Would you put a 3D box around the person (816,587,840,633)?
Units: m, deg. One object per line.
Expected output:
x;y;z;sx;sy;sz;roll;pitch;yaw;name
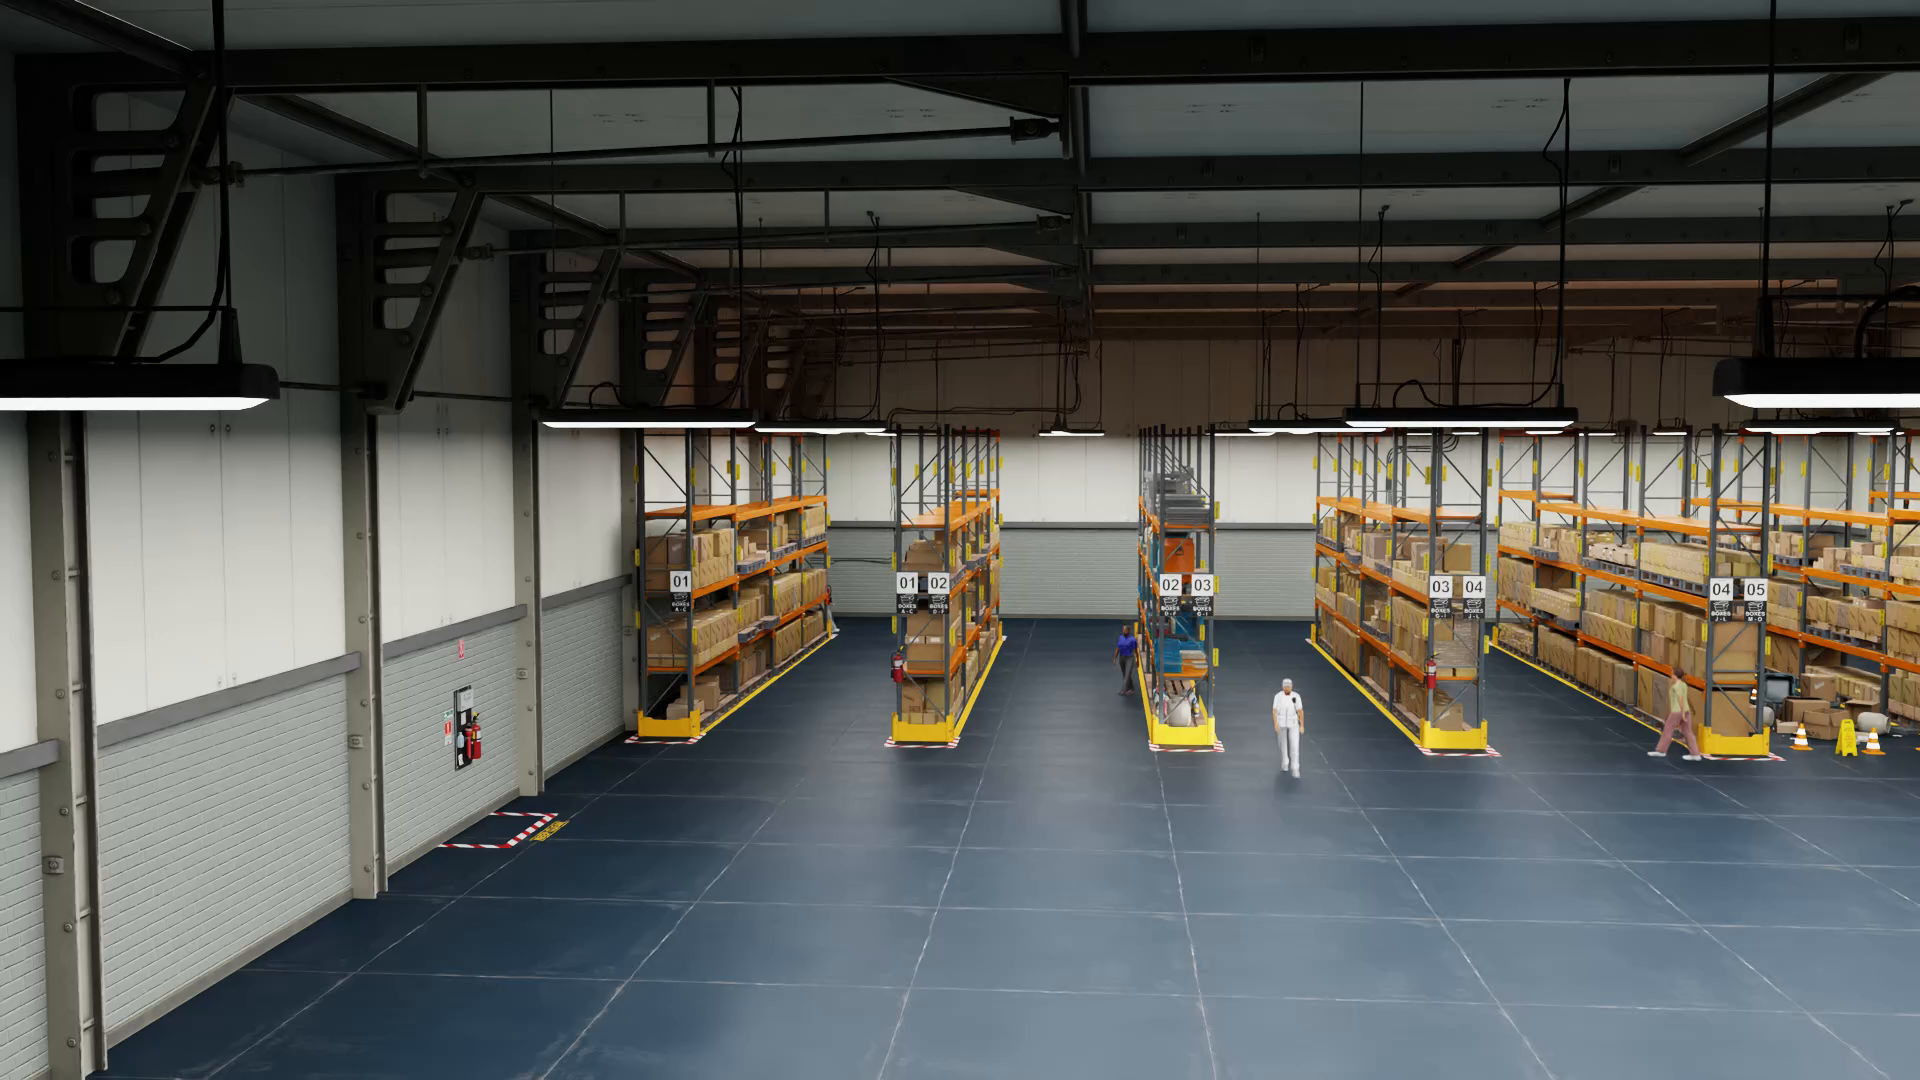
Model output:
-3.981;1.915;49.150;1.055;1.619;0.436;1;4;20;person

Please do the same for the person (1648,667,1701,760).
12.823;3.082;29.713;0.461;1.631;0.862;-3;4;-36;person

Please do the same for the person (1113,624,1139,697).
3.644;2.667;36.798;0.473;1.596;1.060;3;4;37;person

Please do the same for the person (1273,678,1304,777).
5.577;3.165;28.307;0.516;1.618;0.921;1;4;18;person
